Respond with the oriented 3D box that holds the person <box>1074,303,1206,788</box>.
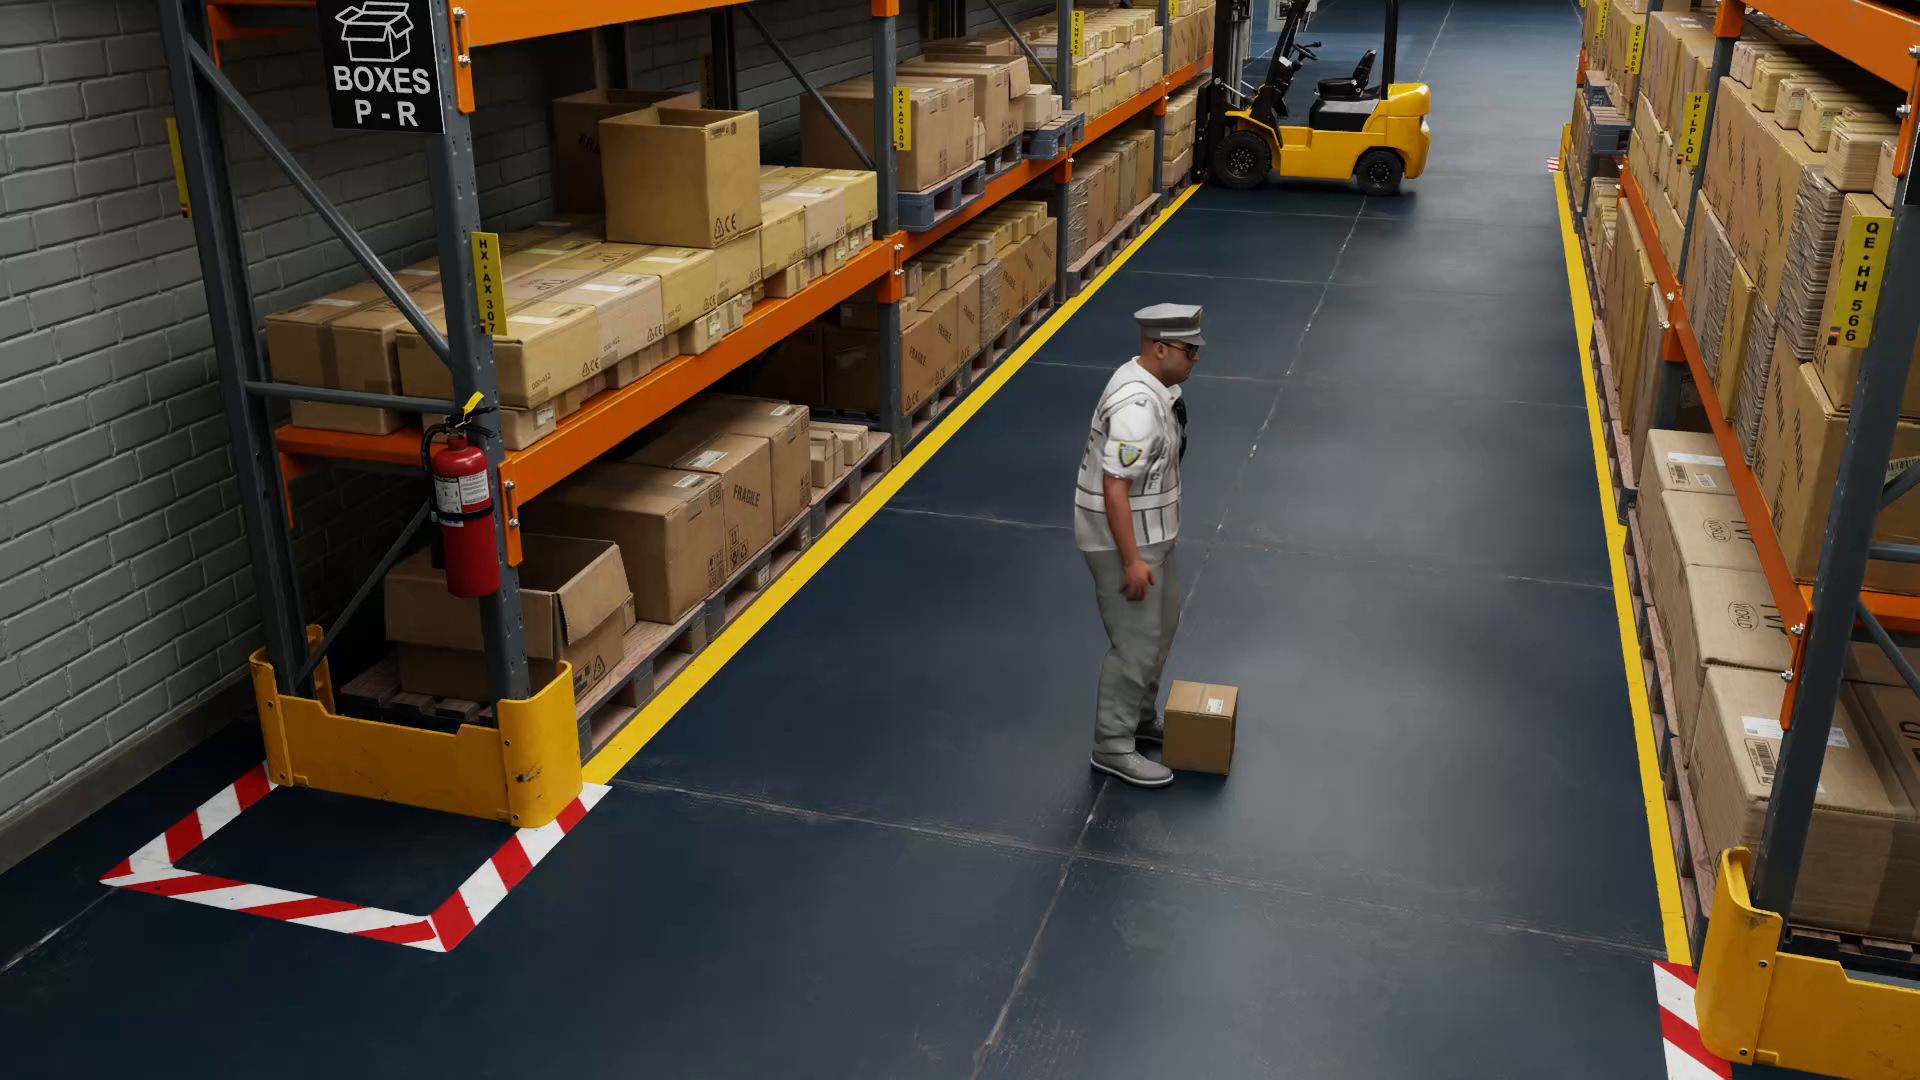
[{"bbox_3d":[0.661,-0.007,6.095,0.467,1.748,0.587,7,23,16],"label":"person"}]
